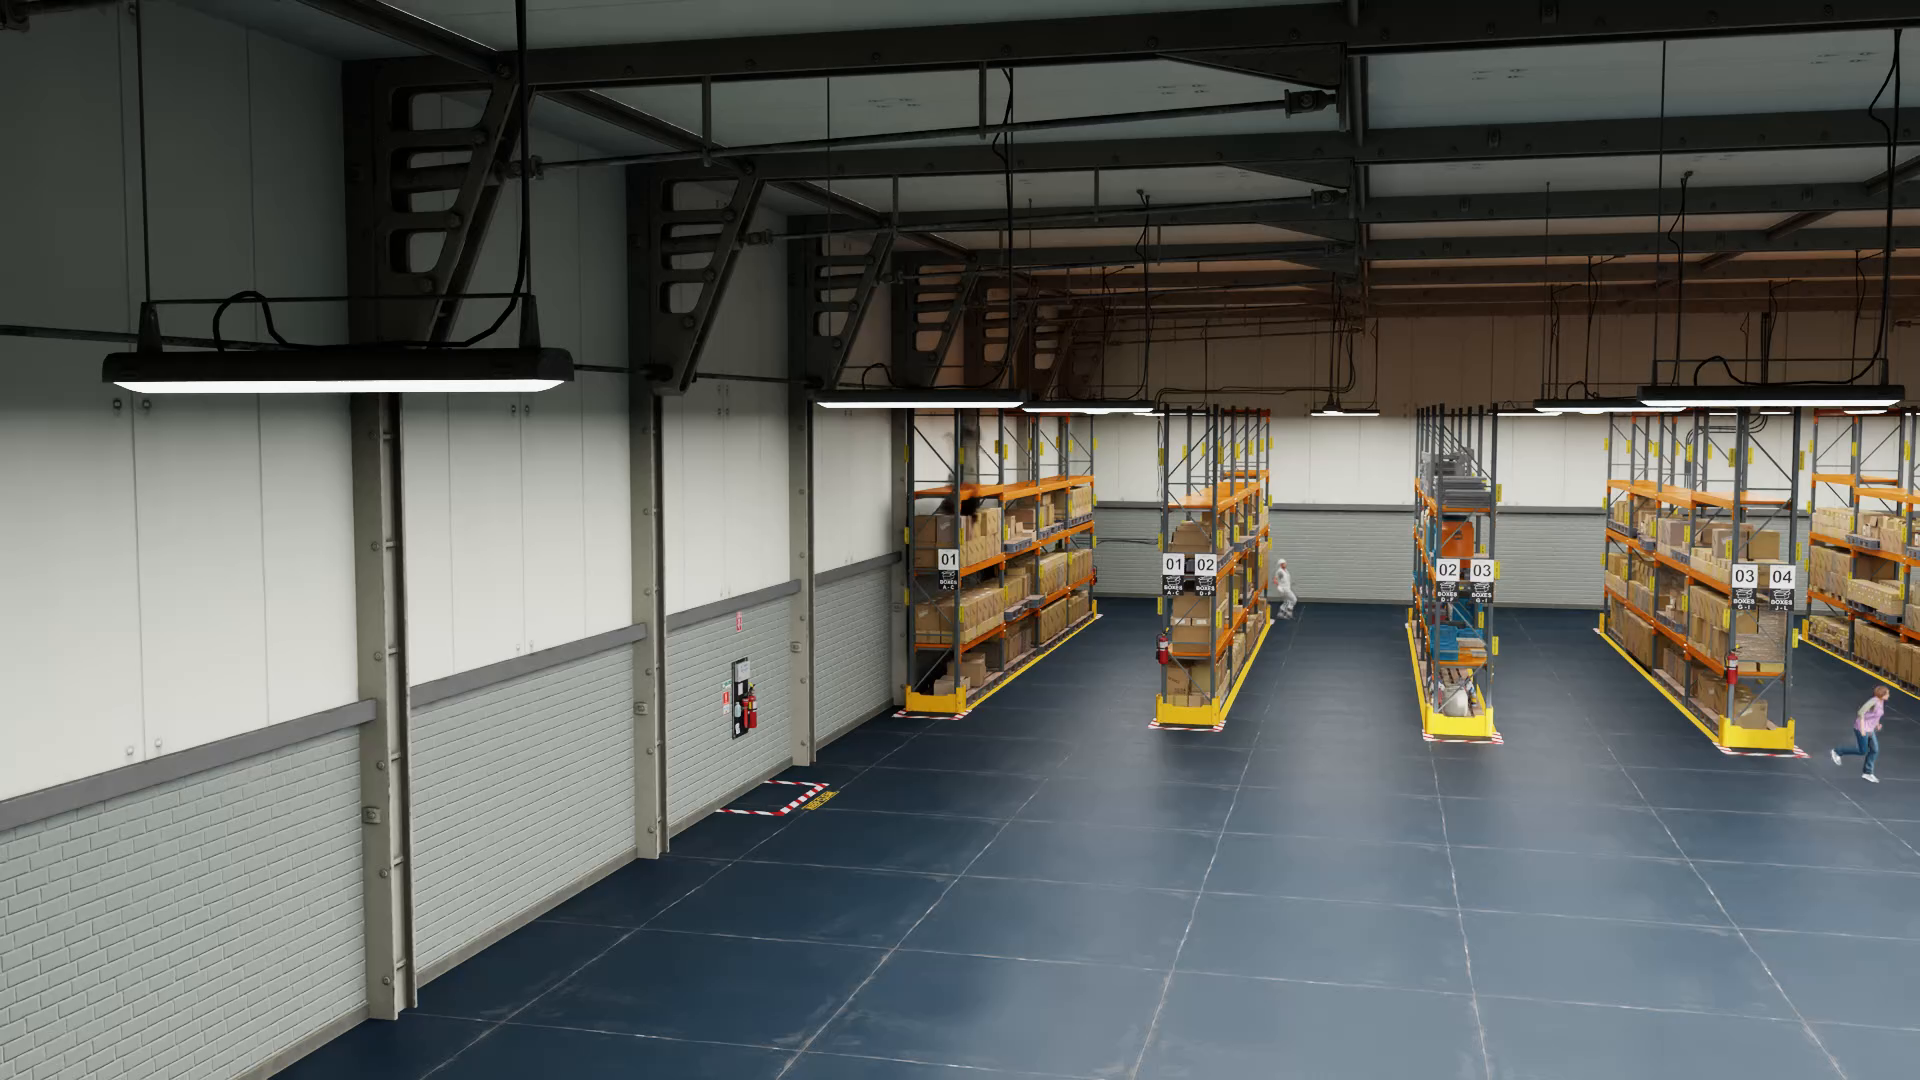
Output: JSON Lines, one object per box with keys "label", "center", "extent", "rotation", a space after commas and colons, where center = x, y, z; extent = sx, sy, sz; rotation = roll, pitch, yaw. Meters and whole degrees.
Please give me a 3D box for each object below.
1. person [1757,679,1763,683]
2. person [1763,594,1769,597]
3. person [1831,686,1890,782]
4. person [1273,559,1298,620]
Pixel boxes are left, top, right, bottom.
{"label": "person", "center": [17.408, 2.243, 36.058], "extent": [0.714, 1.728, 0.660], "rotation": [1, 4, 16]}
{"label": "person", "center": [20.540, 1.822, 42.204], "extent": [0.661, 1.682, 0.585], "rotation": [2, 4, 20]}
{"label": "person", "center": [14.343, 3.051, 26.500], "extent": [0.818, 1.546, 0.539], "rotation": [4, 6, 42]}
{"label": "person", "center": [9.295, 1.419, 47.343], "extent": [0.621, 1.769, 0.721], "rotation": [2, 5, 24]}
